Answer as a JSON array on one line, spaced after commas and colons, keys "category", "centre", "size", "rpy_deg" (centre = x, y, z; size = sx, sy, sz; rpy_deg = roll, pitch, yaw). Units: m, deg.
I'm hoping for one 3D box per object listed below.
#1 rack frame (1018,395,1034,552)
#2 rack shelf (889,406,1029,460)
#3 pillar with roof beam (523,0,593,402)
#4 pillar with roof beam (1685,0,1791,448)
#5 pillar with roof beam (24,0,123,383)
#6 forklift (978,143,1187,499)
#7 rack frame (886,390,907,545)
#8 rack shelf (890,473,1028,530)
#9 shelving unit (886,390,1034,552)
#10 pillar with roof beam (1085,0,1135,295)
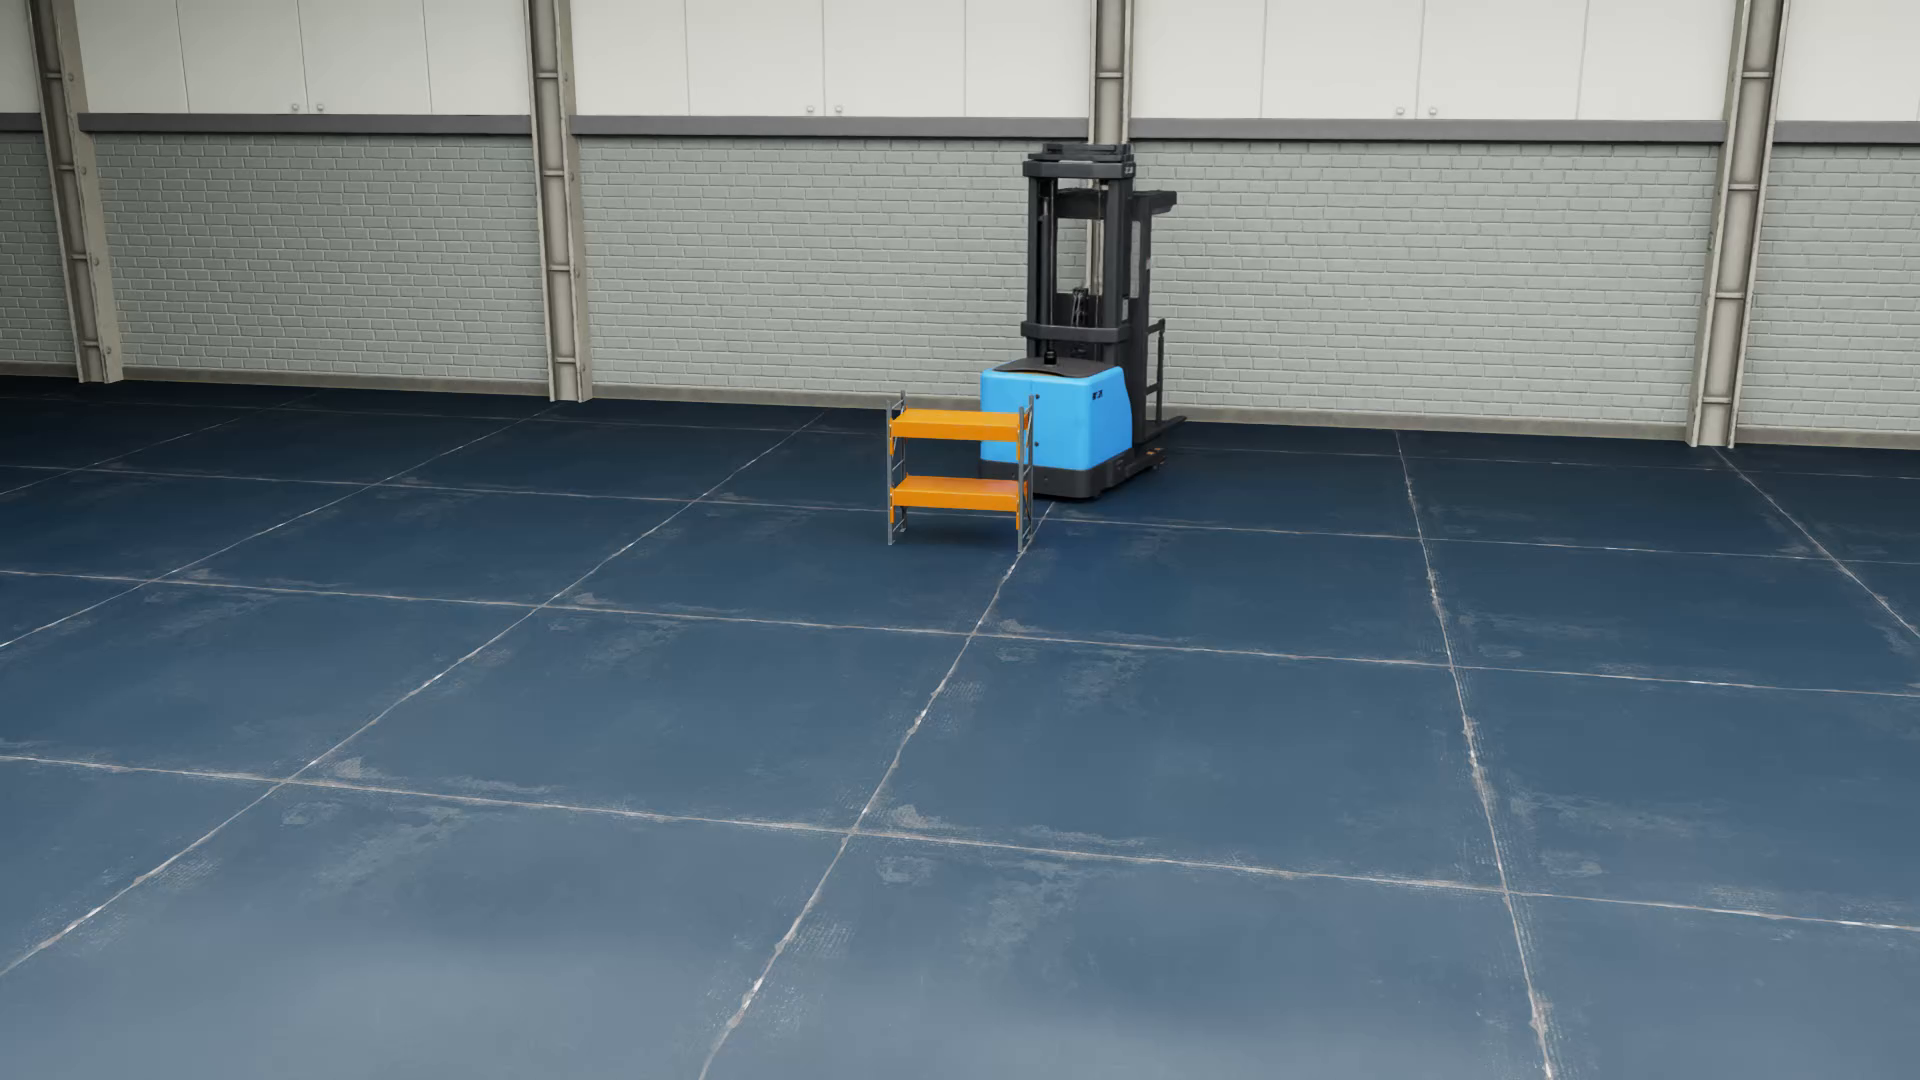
[{"category": "rack frame", "centre": [0.505, -0.515, 12.743], "size": [0.032, 1.125, 0.500], "rpy_deg": [3, 16, 11]}, {"category": "rack shelf", "centre": [0.007, -0.824, 12.762], "size": [1.000, 0.278, 0.538], "rpy_deg": [3, 16, 11]}, {"category": "pillar with roof beam", "centre": [-5.227, -4.795, 13.447], "size": [0.400, 9.000, 9.100], "rpy_deg": [3, 16, 11]}, {"category": "pillar with roof beam", "centre": [6.532, -4.157, 11.142], "size": [0.400, 9.000, 9.100], "rpy_deg": [3, 16, 11]}, {"category": "pillar with roof beam", "centre": [-11.107, -5.115, 14.599], "size": [0.400, 9.000, 9.100], "rpy_deg": [3, 16, 11]}, {"category": "forklift", "centre": [1.279, -2.109, 15.115], "size": [1.130, 2.935, 3.031], "rpy_deg": [8, 17, 26]}, {"category": "rack frame", "centre": [-0.492, -0.569, 12.938], "size": [0.032, 1.125, 0.500], "rpy_deg": [3, 16, 11]}, {"category": "rack shelf", "centre": [0.007, -0.306, 12.906], "size": [1.000, 0.278, 0.538], "rpy_deg": [3, 16, 11]}, {"category": "shelving unit", "centre": [0.007, -0.542, 12.841], "size": [1.048, 1.125, 0.538], "rpy_deg": [3, 16, 11]}, {"category": "pillar with roof beam", "centre": [0.653, -4.476, 12.294], "size": [0.400, 9.000, 9.100], "rpy_deg": [3, 16, 11]}]
